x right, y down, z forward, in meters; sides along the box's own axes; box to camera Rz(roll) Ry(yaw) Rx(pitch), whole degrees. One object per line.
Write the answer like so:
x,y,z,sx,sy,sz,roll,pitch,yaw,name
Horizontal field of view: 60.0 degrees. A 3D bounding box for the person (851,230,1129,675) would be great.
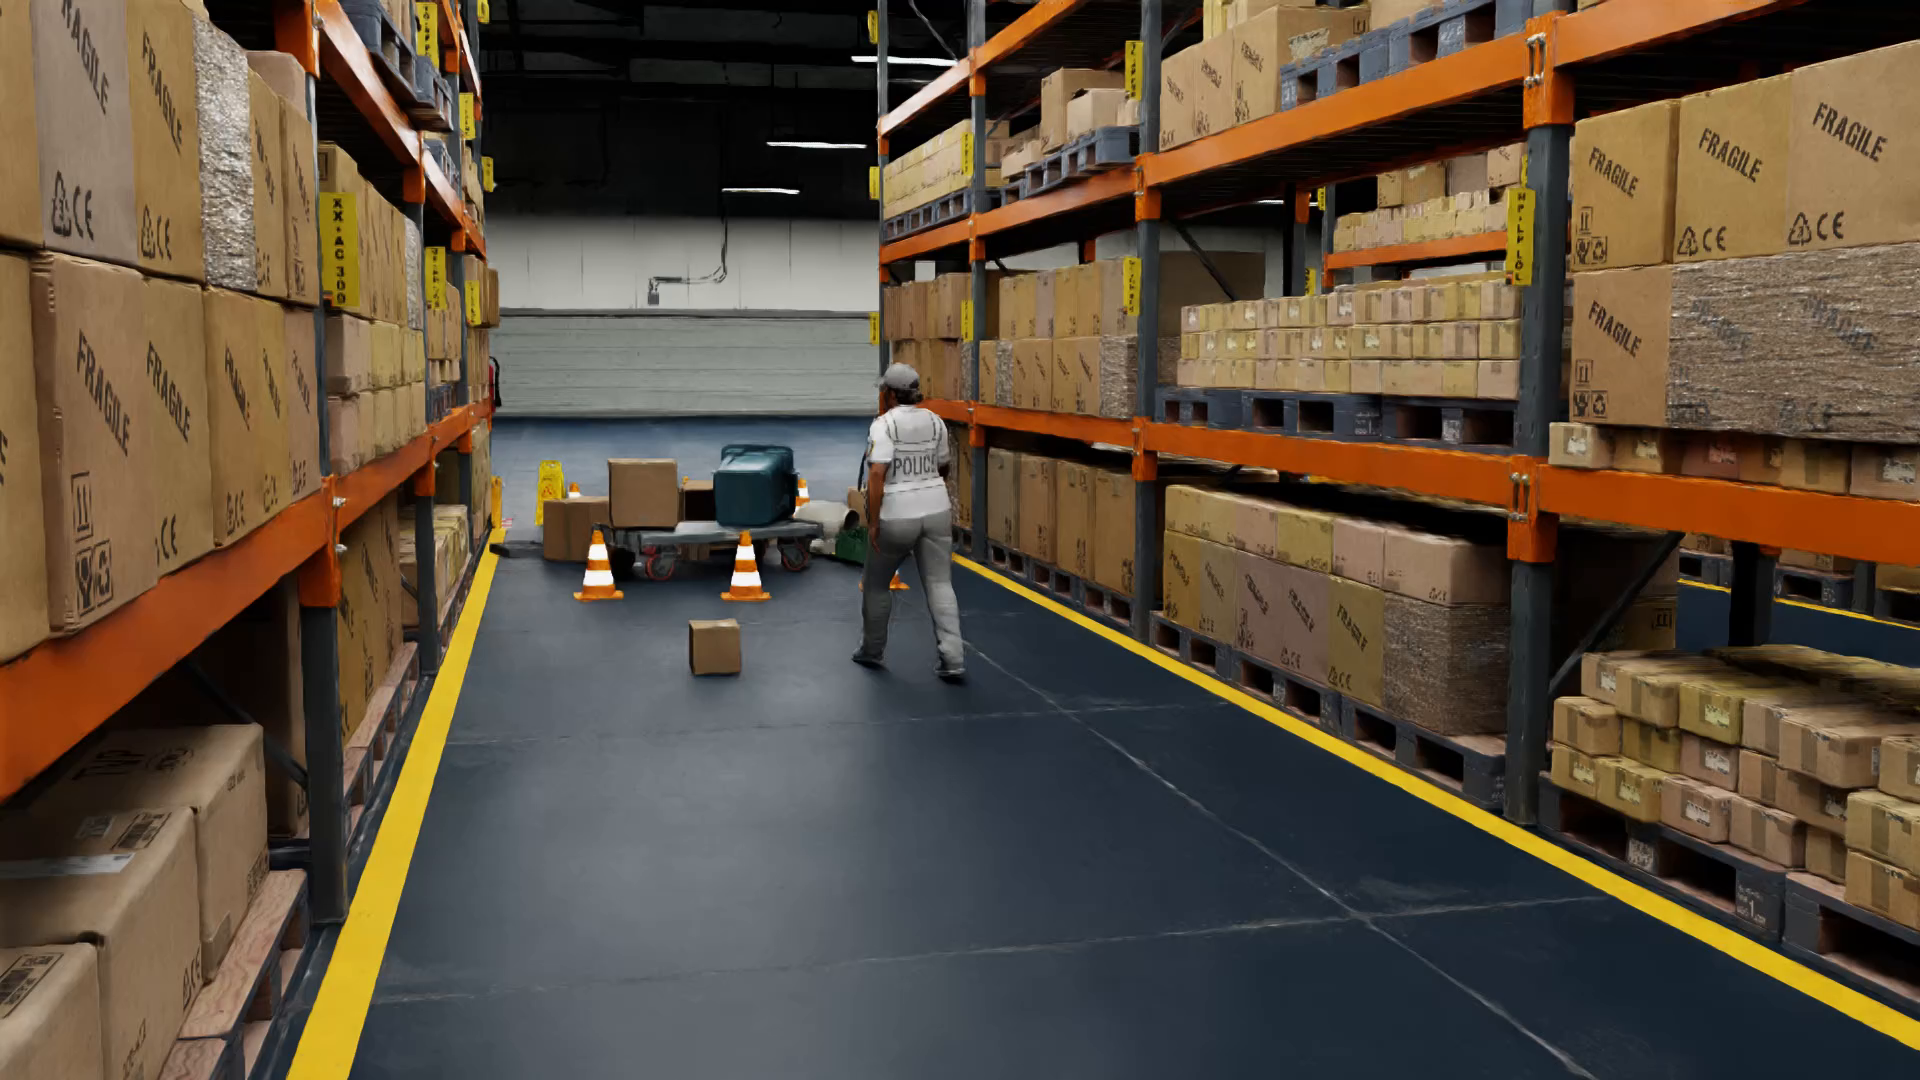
2.044,-4.682,30.512,26.110,5.992,37.296,-3,7,-29,person
